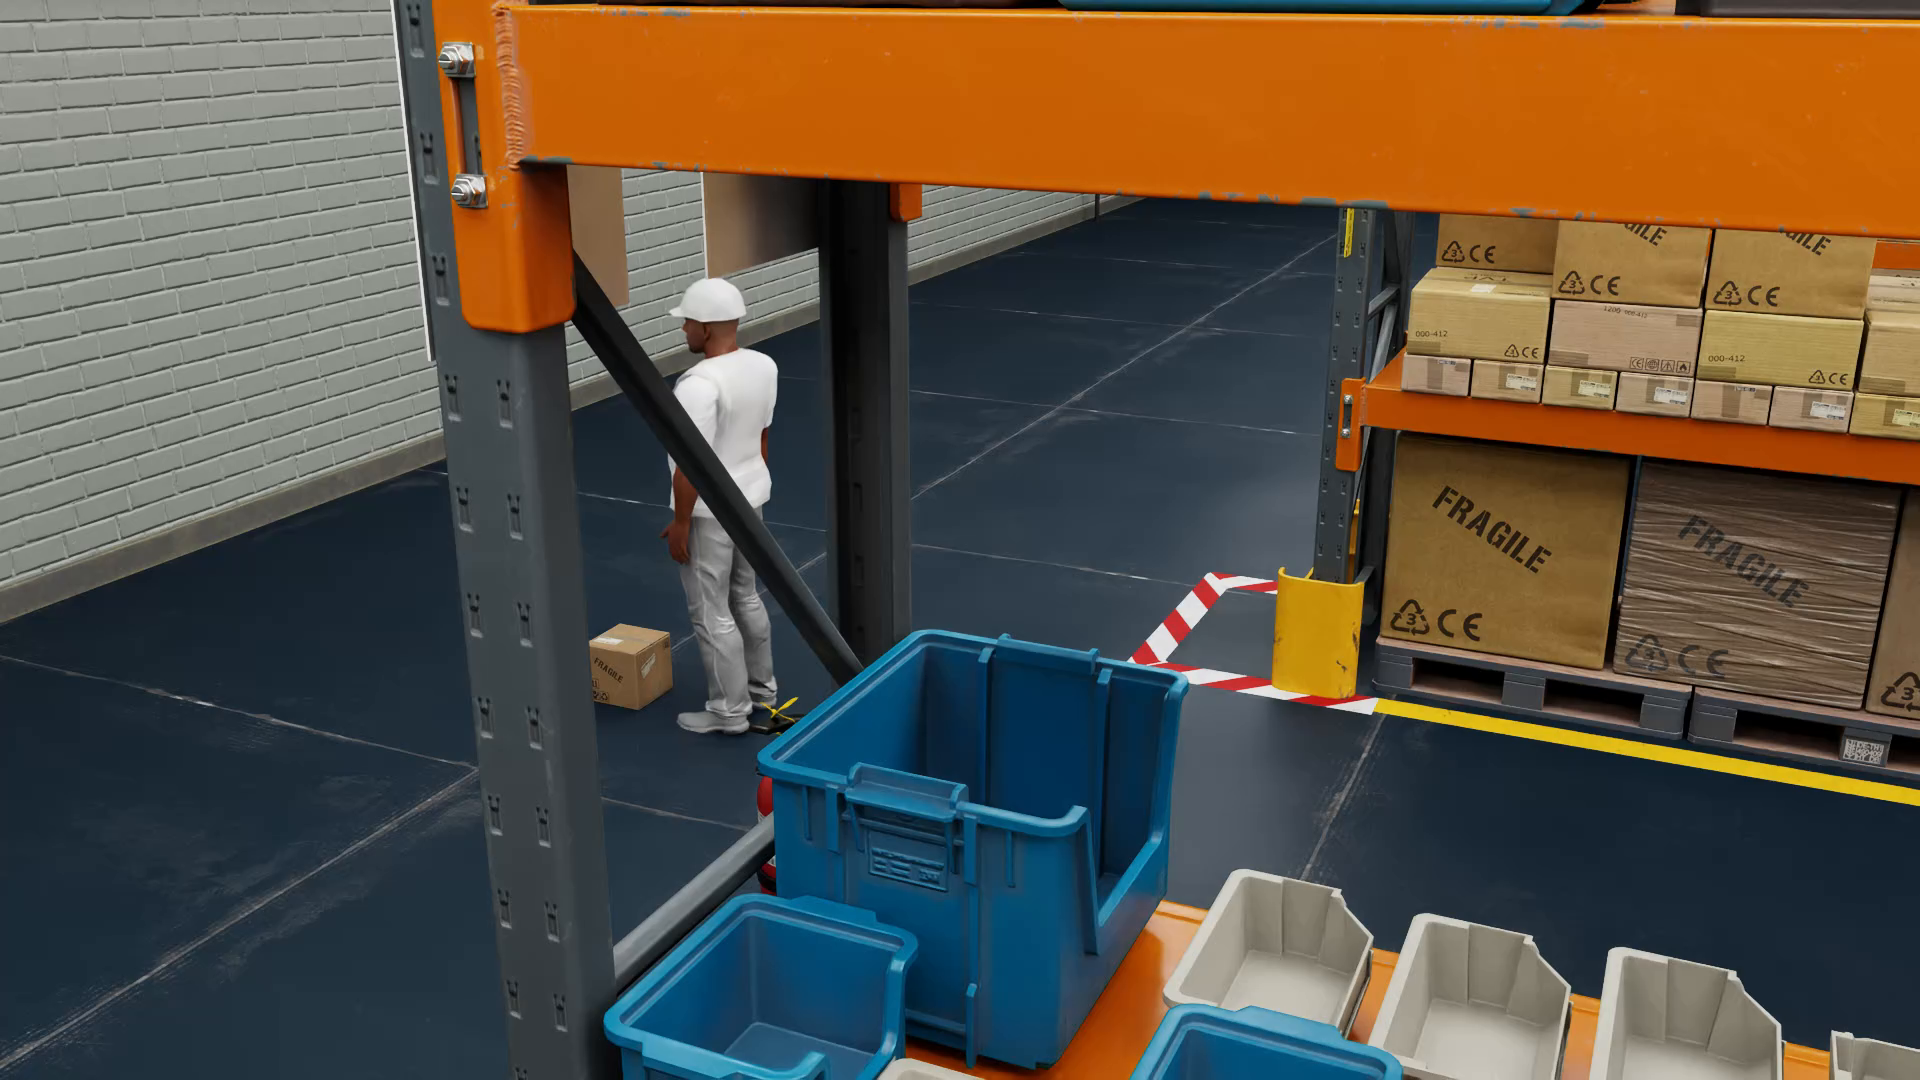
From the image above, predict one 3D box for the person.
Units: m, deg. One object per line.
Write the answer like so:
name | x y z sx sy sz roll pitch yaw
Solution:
person | -0.928 -0.121 6.406 0.364 1.776 0.563 9 21 24
